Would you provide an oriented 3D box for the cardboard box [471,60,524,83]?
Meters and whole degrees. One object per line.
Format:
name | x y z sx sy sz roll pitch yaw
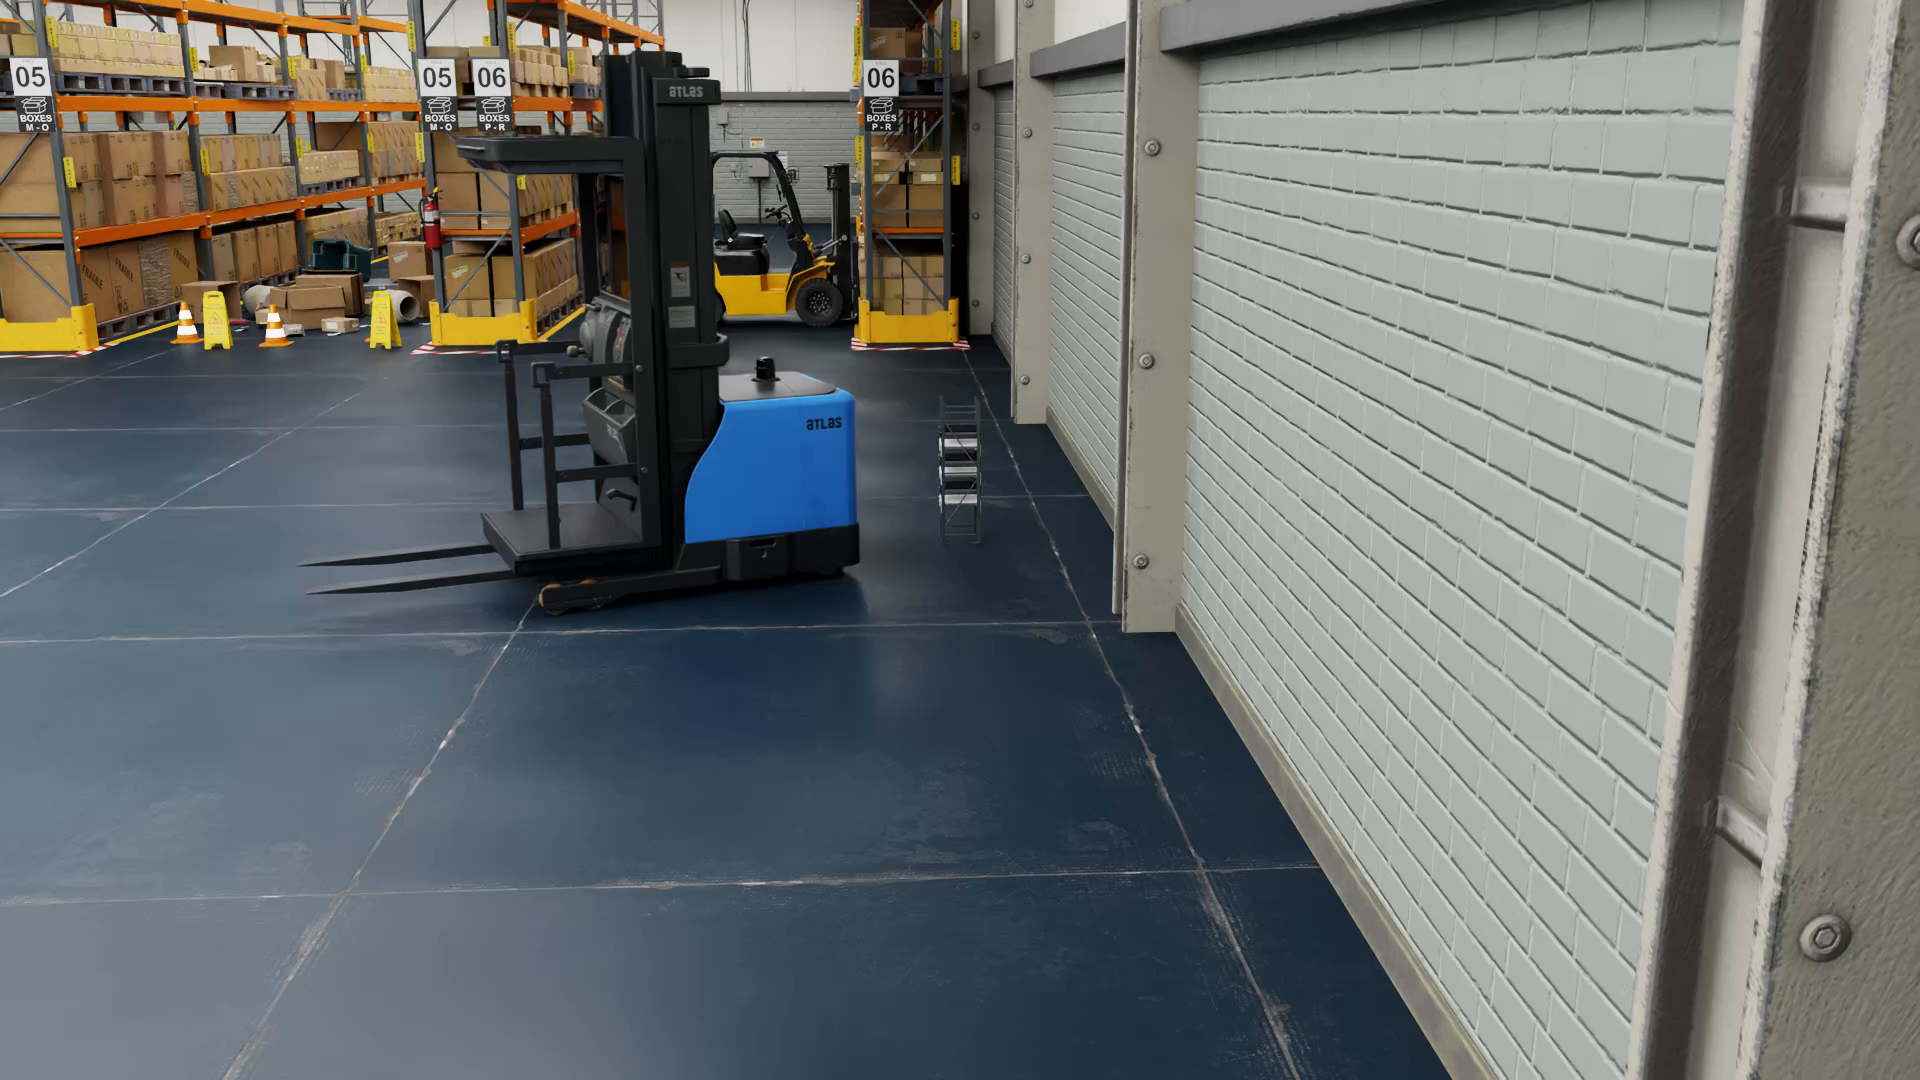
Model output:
cardboard box | -5.327 -5.396 19.164 0.500 0.250 0.500 -1 14 -4

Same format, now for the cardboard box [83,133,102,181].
cardboard box | -10.606 -4.465 19.393 0.875 0.550 0.550 -1 14 -3

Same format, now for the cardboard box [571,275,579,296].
cardboard box | -5.504 -3.467 22.655 0.500 0.250 0.500 0 14 -1

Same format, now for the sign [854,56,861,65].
sign | -1.396 -6.660 22.702 0.100 0.325 0.005 -1 14 -3

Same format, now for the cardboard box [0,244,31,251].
cardboard box | -15.970 -4.926 27.073 1.225 0.875 0.875 -2 15 -6

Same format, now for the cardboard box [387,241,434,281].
cardboard box | -7.584 -3.859 23.001 0.500 0.500 0.500 -1 14 -3

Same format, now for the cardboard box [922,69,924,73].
cardboard box | -0.712 -6.612 23.646 0.380 0.149 0.250 -1 14 -3

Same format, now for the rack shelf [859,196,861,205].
rack shelf | -1.227 -5.959 29.111 1.077 0.370 4.000 -1 14 -3

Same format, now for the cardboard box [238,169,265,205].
cardboard box | -10.599 -5.196 24.499 0.500 0.500 0.500 -1 14 -3

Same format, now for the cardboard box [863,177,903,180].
cardboard box | -1.007 -4.494 21.773 0.500 0.500 0.500 -1 14 -4

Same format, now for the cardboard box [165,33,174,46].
cardboard box | -10.387 -6.456 21.440 0.380 0.149 0.250 -1 14 -4

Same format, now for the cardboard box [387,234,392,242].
cardboard box | -11.142 -5.800 31.927 0.380 0.149 0.250 -2 15 -6

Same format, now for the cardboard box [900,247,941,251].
cardboard box | -0.503 -3.548 20.964 0.500 0.250 0.500 -1 14 -4

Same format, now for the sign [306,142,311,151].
sign | -11.780 -7.035 30.110 0.100 0.325 0.005 -1 14 -3

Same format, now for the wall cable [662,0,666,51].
wall cable | -7.186 -12.038 39.253 0.463 3.000 0.029 -1 14 -3

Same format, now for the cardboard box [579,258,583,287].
cardboard box | -5.844 -3.799 23.702 0.950 0.372 0.625 -1 14 -3

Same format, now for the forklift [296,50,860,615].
forklift | -2.144 -1.166 9.176 3.031 2.935 1.130 -7 16 -25

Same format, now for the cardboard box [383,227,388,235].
cardboard box | -11.112 -5.876 31.627 0.380 0.149 0.250 -2 15 -6

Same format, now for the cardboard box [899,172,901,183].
cardboard box | -0.909 -4.393 20.080 0.380 0.149 0.250 -1 14 -2

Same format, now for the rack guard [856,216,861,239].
rack guard | -1.594 -6.570 35.059 1.175 0.500 0.348 -1 14 -3

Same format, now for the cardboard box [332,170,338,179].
cardboard box | -10.933 -6.288 28.606 0.380 0.149 0.250 0 14 -1

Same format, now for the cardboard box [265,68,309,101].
cardboard box | -10.761 -7.278 26.573 0.500 0.500 0.500 -1 14 -3

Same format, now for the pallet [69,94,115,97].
pallet | -16.236 -8.188 30.487 1.003 0.211 1.213 -1 14 -3

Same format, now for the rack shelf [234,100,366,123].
rack shelf | -11.115 -7.233 28.041 1.077 0.370 4.000 -1 14 -3

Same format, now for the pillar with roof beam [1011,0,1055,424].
pillar with roof beam | -3.676 -5.354 13.277 9.100 9.000 0.400 -1 14 -3

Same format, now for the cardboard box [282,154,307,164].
cardboard box | -10.846 -6.185 27.015 0.380 0.149 0.250 -1 14 -5

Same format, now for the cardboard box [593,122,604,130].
cardboard box | -6.642 -7.646 30.714 0.380 0.149 0.250 -1 14 -5

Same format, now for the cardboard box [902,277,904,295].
cardboard box | -0.472 -3.179 20.534 0.500 0.250 0.500 -1 14 -4

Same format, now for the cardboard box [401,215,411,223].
cardboard box | -11.075 -6.346 32.857 0.380 0.149 0.250 0 14 -1

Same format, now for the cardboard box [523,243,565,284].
cardboard box | -5.439 -3.576 21.576 0.500 0.500 0.500 0 14 0

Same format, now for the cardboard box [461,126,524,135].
cardboard box | -5.985 -5.049 21.326 0.700 0.500 0.500 -1 14 -5

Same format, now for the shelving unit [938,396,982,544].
shelving unit | -0.001 -0.438 10.422 0.258 0.900 0.210 -1 14 -3

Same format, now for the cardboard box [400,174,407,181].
cardboard box | -11.150 -7.168 32.872 0.380 0.149 0.250 -2 15 -6

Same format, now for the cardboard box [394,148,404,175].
cardboard box | -11.114 -7.327 32.186 0.500 0.500 0.500 0 14 -1

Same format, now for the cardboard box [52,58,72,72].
cardboard box | -10.197 -5.314 18.602 0.380 0.149 0.250 -1 14 -3

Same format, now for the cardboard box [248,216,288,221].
cardboard box | -11.295 -5.153 27.203 0.500 0.250 0.500 -1 14 -5

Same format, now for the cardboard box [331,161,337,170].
cardboard box | -10.932 -6.428 28.553 0.380 0.149 0.250 -1 14 -3

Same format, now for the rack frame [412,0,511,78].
rack frame | -5.561 -6.648 18.306 1.000 3.000 0.127 -1 14 -3

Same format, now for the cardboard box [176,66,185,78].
cardboard box | -10.402 -6.133 21.785 0.380 0.149 0.250 -1 14 -4

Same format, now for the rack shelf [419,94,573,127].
rack shelf | -5.685 -5.345 20.703 1.077 0.370 4.000 -1 14 -3

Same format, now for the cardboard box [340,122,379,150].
cardboard box | -11.024 -7.418 30.535 0.500 0.500 0.500 -1 14 -2

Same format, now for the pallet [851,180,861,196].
pallet | -1.215 -5.885 27.763 1.213 0.211 1.003 -1 14 -3

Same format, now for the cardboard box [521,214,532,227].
cardboard box | -5.341 -3.839 19.930 0.380 0.149 0.250 -1 14 -5

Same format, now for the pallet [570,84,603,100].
pallet | -5.809 -6.512 24.175 1.213 0.211 1.003 -1 14 -3

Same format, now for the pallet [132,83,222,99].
pallet | -10.850 -6.223 23.059 0.805 0.209 1.217 -1 15 -6

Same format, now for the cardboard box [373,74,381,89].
cardboard box | -11.056 -8.495 30.802 0.500 0.250 0.500 -1 14 -4

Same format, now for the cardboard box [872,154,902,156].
cardboard box | -0.940 -4.857 21.285 0.380 0.149 0.250 -1 14 -3

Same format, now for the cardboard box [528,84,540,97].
cardboard box | -5.342 -5.483 20.300 0.380 0.149 0.250 -1 14 -3
